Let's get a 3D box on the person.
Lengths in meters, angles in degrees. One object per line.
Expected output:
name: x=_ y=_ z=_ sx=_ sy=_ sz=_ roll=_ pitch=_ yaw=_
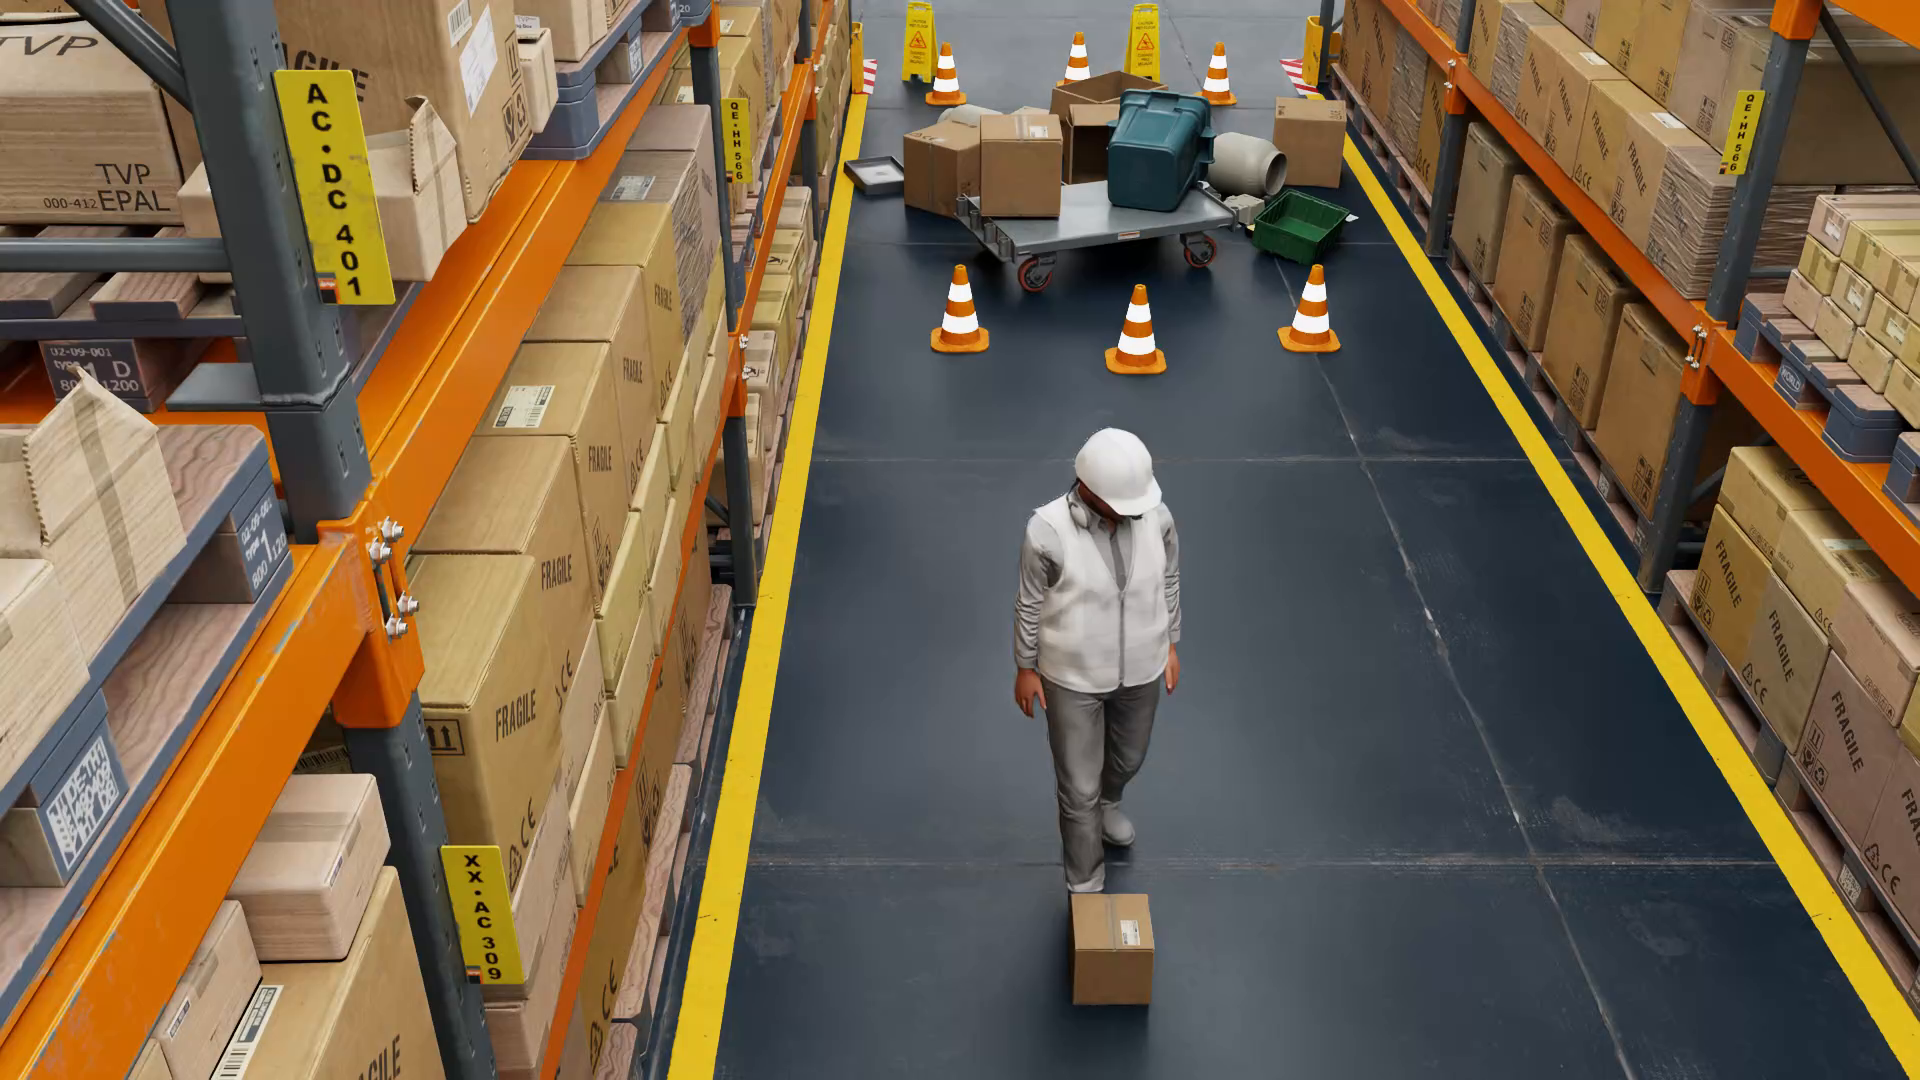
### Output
person: x=0.483 y=0.436 z=5.392 sx=0.568 sy=1.748 sz=0.753 roll=-9 pitch=33 yaw=-15
